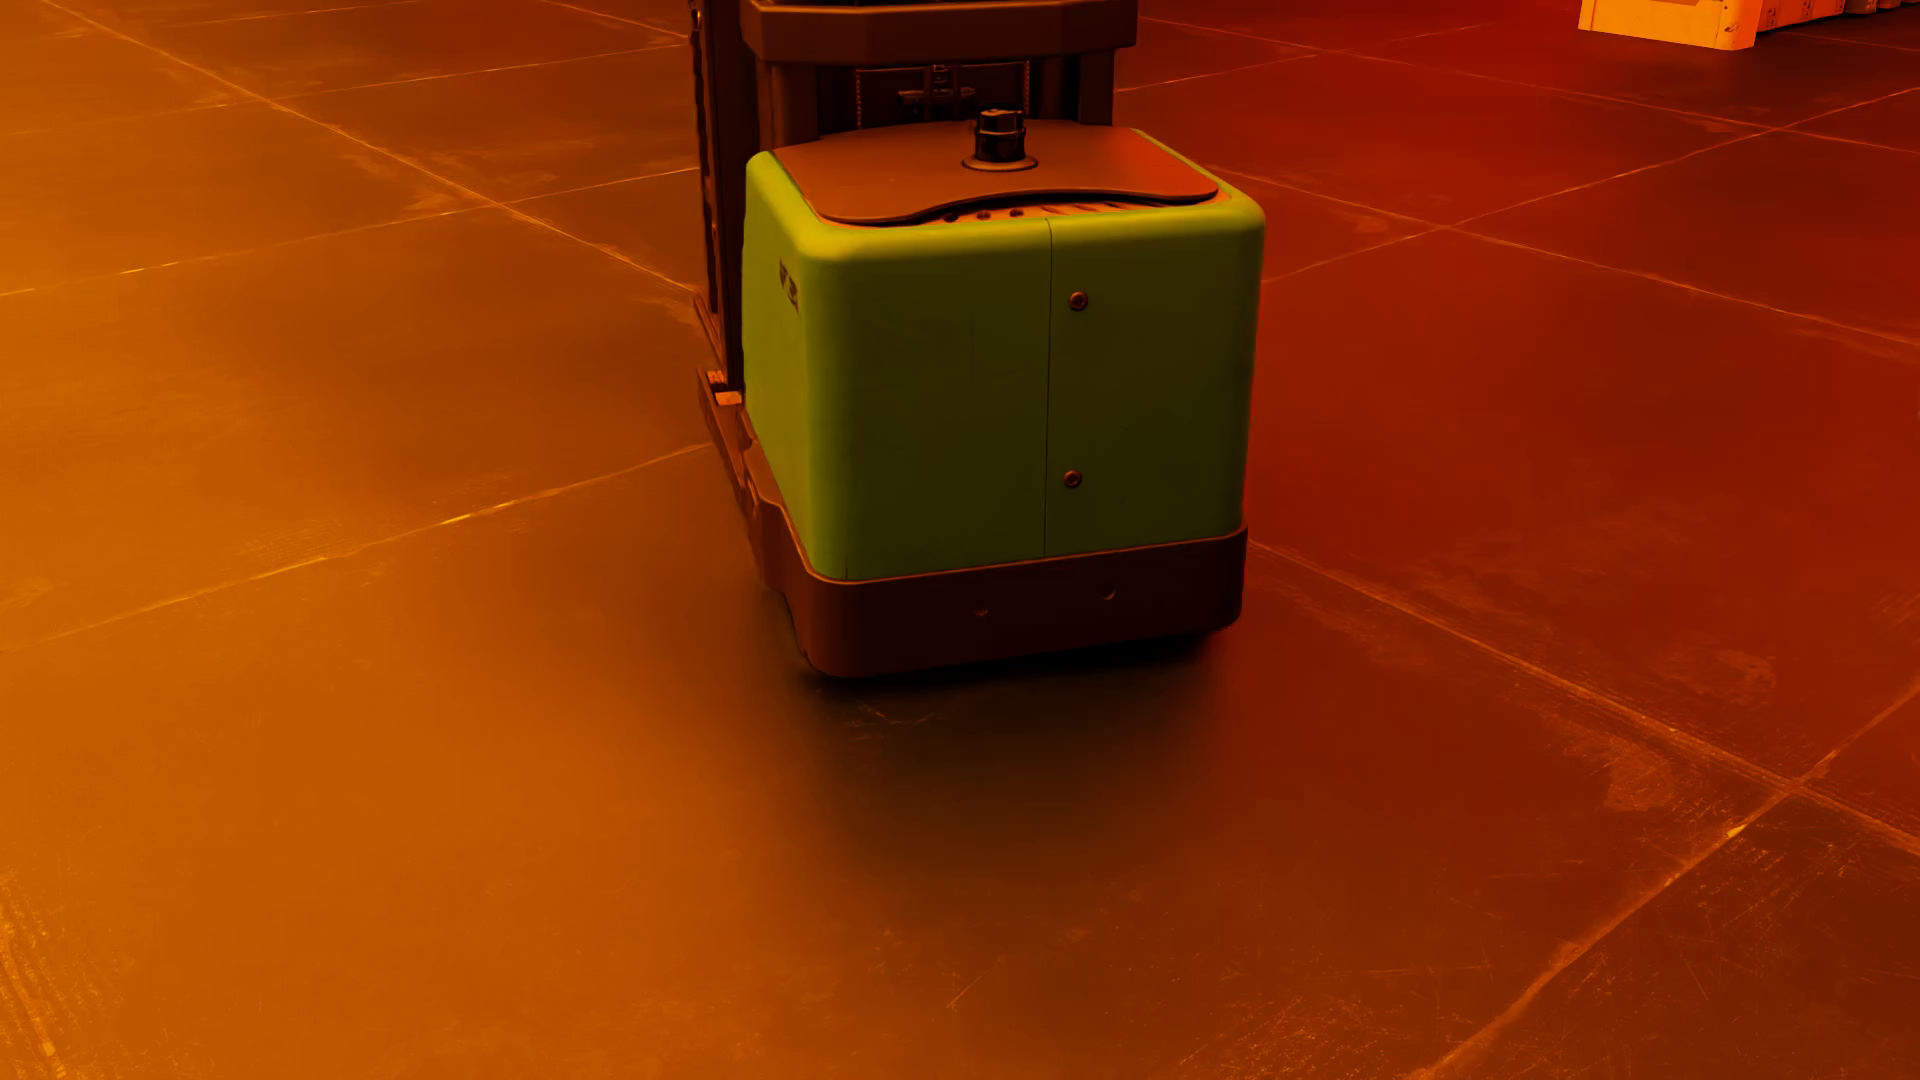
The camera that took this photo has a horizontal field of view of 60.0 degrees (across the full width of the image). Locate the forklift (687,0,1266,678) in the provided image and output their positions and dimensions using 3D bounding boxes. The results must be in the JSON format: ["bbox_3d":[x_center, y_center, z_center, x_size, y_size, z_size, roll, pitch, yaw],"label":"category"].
[{"bbox_3d":[-0.204,-1.638,4.506,1.130,2.935,3.031,-7,27,-14],"label":"forklift"}]
